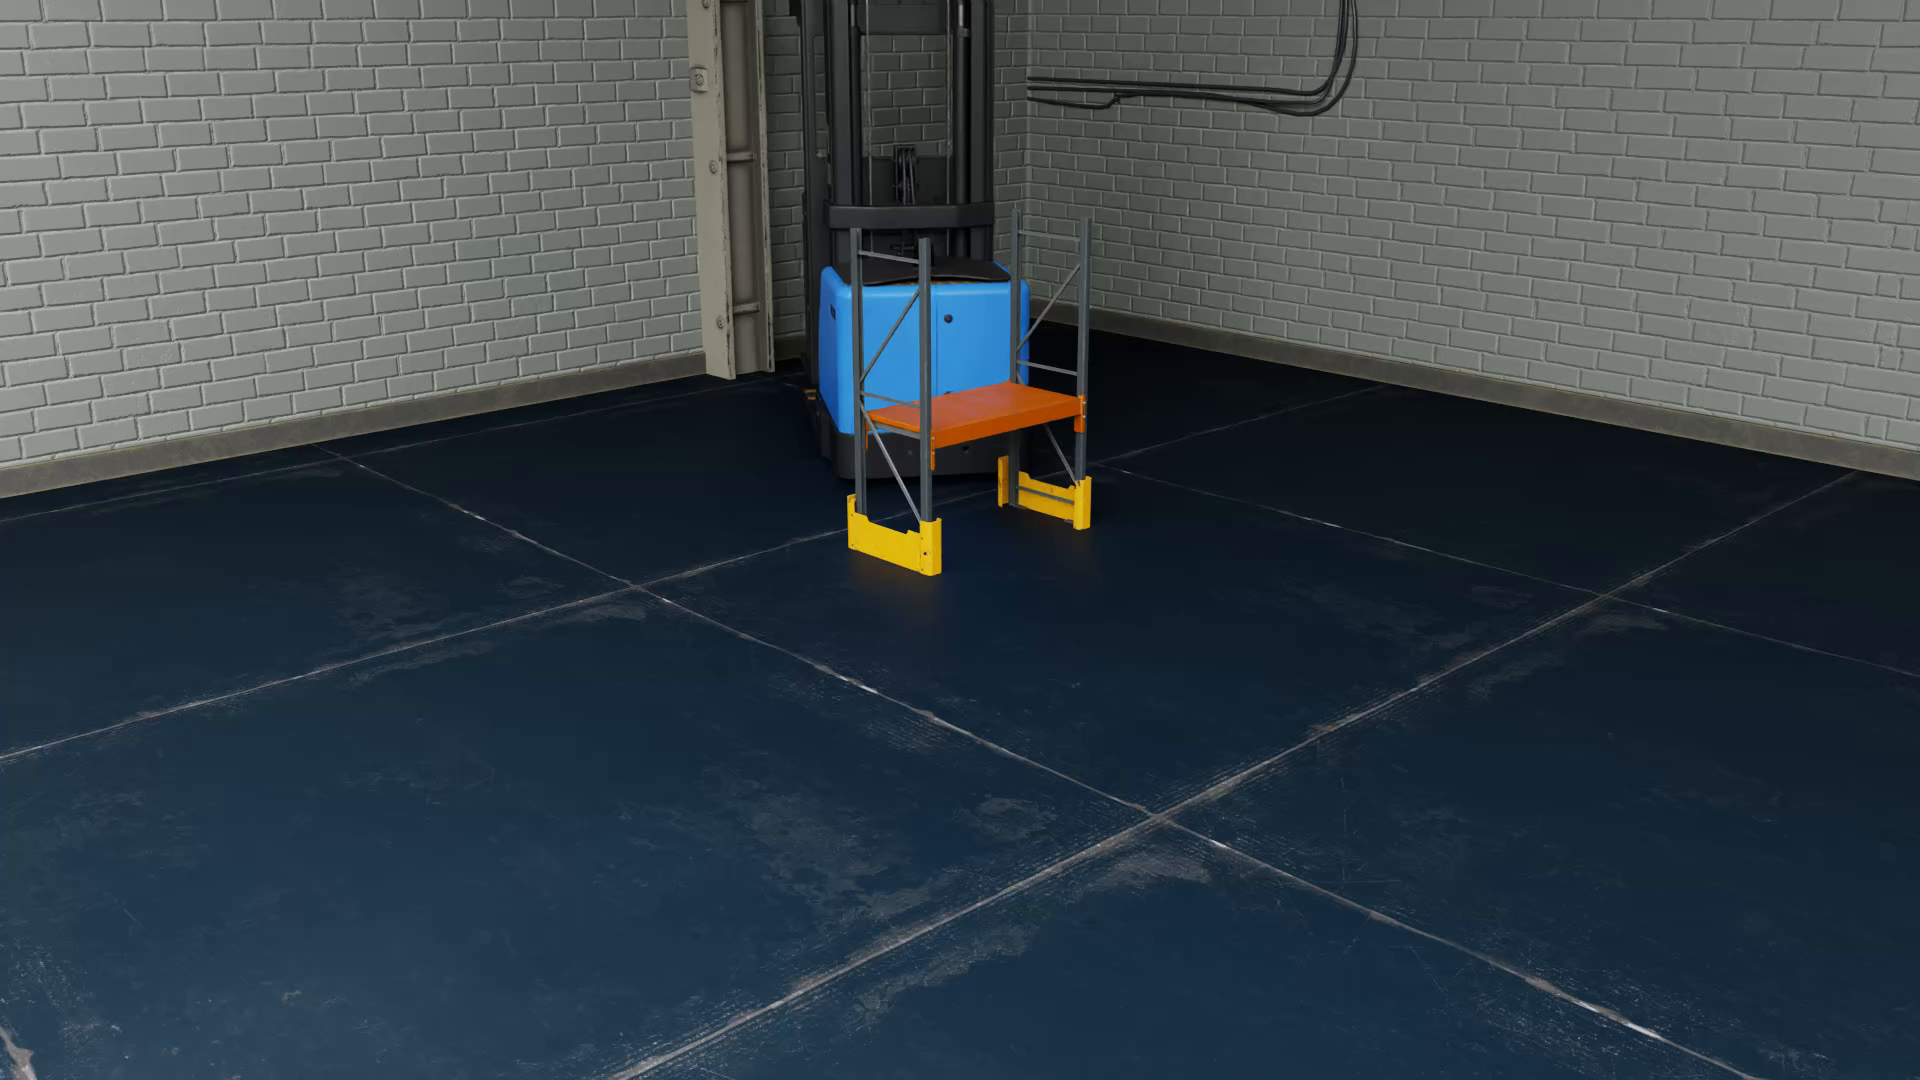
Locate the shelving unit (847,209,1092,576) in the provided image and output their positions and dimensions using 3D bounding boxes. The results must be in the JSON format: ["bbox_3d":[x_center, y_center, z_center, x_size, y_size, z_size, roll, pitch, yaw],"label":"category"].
[{"bbox_3d":[0.055,-0.730,7.803,1.083,1.500,0.587,-16,24,-41],"label":"shelving unit"}]

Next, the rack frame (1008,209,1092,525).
[{"bbox_3d":[0.431,-0.839,8.141,0.032,1.500,0.500,-16,24,-41],"label":"rack frame"}]

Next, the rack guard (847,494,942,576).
[{"bbox_3d":[-0.306,-0.030,7.670,0.087,0.250,0.587,-16,24,-41],"label":"rack guard"}]

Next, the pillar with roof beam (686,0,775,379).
[{"bbox_3d":[1.422,-4.489,7.239,0.400,9.000,9.100,-16,24,-41],"label":"pillar with roof beam"}]

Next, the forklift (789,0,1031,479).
[{"bbox_3d":[-0.394,-2.126,9.790,1.130,2.935,3.031,-3,18,-10],"label":"forklift"}]

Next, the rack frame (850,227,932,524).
[{"bbox_3d":[-0.307,-0.624,7.477,0.032,1.500,0.500,-16,24,-41],"label":"rack frame"}]

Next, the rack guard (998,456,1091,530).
[{"bbox_3d":[0.417,-0.241,8.321,0.087,0.250,0.587,-16,24,-41],"label":"rack guard"}]

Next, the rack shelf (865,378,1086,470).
[{"bbox_3d":[0.062,-0.560,7.865,1.000,0.185,0.538,-16,24,-41],"label":"rack shelf"}]

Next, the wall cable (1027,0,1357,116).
[{"bbox_3d":[1.513,-4.304,11.705,0.112,2.526,3.097,-16,24,-41],"label":"wall cable"}]
